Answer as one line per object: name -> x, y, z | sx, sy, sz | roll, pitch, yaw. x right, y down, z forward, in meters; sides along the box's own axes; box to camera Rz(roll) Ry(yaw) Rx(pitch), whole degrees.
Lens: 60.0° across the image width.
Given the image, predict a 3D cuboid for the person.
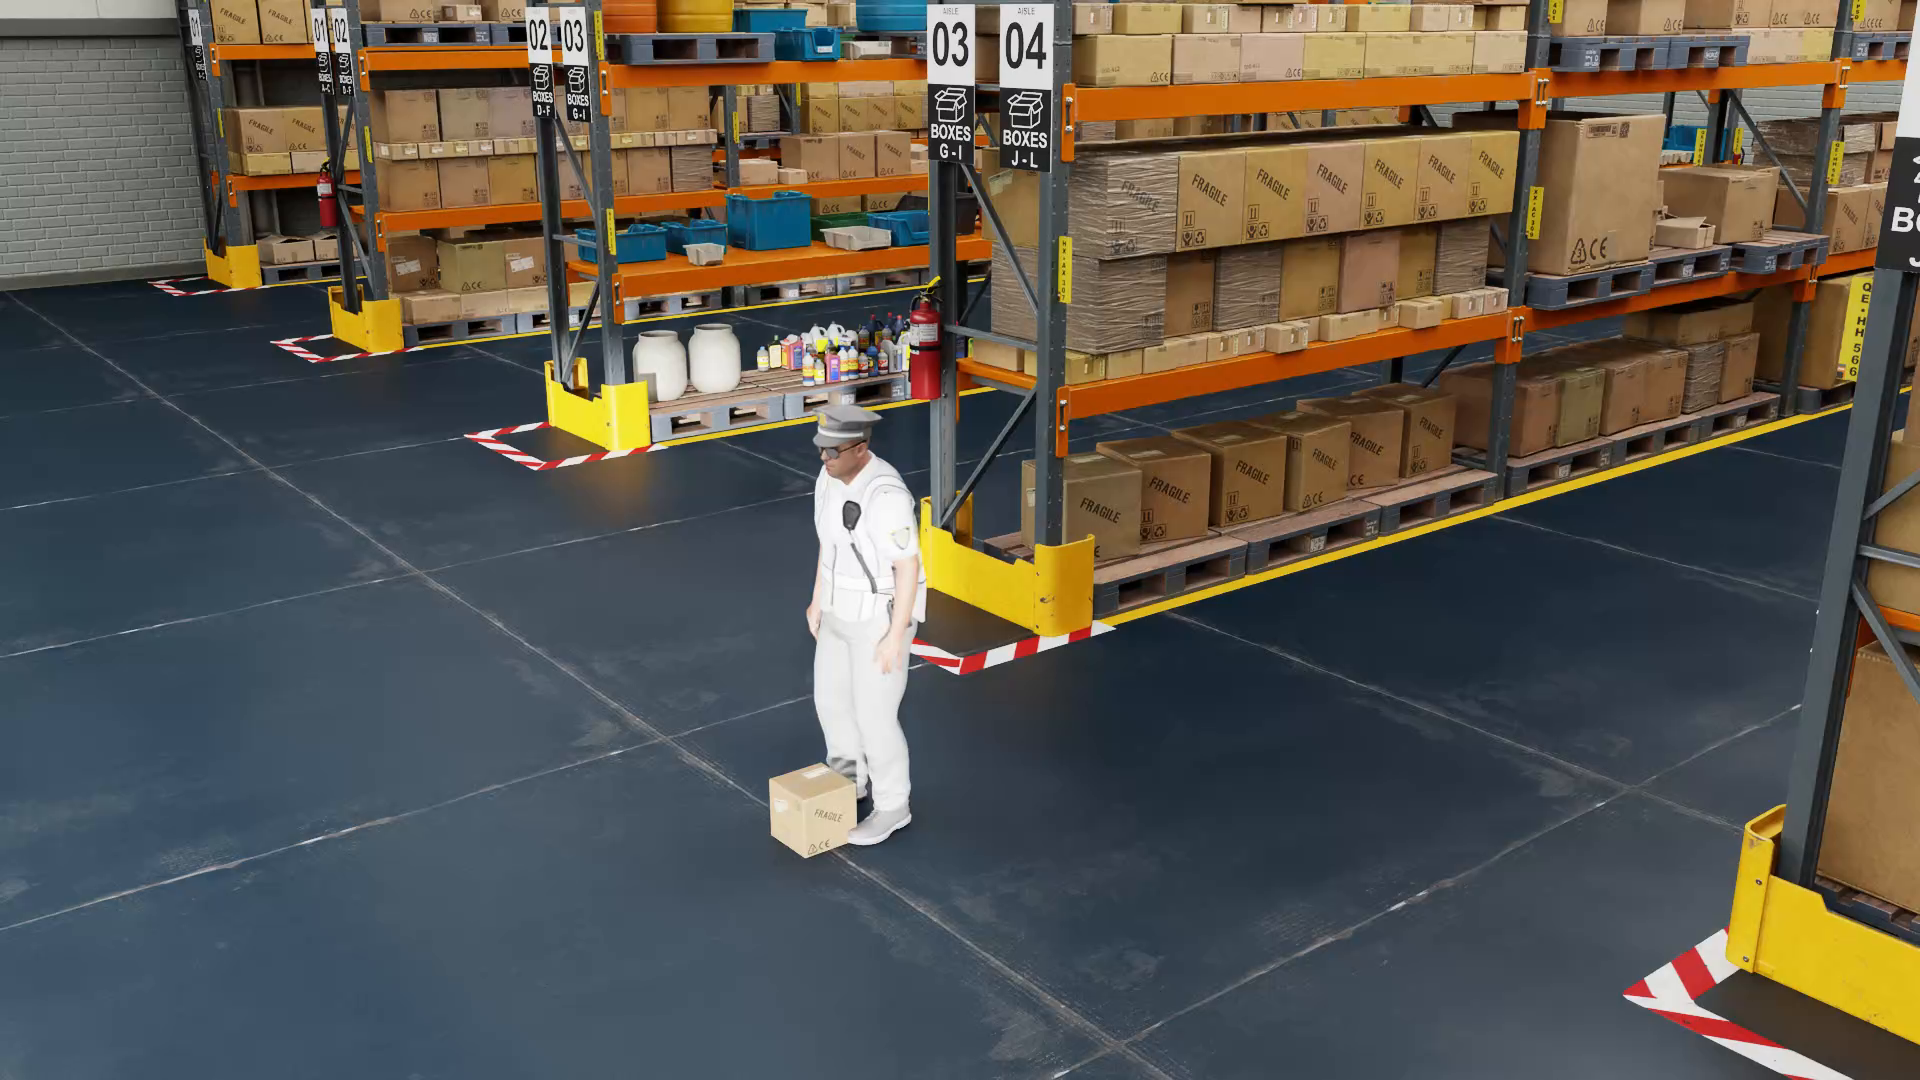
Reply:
person -> -0.376, 0.307, 6.569 | 0.433, 1.748, 0.586 | -14, 22, -37
